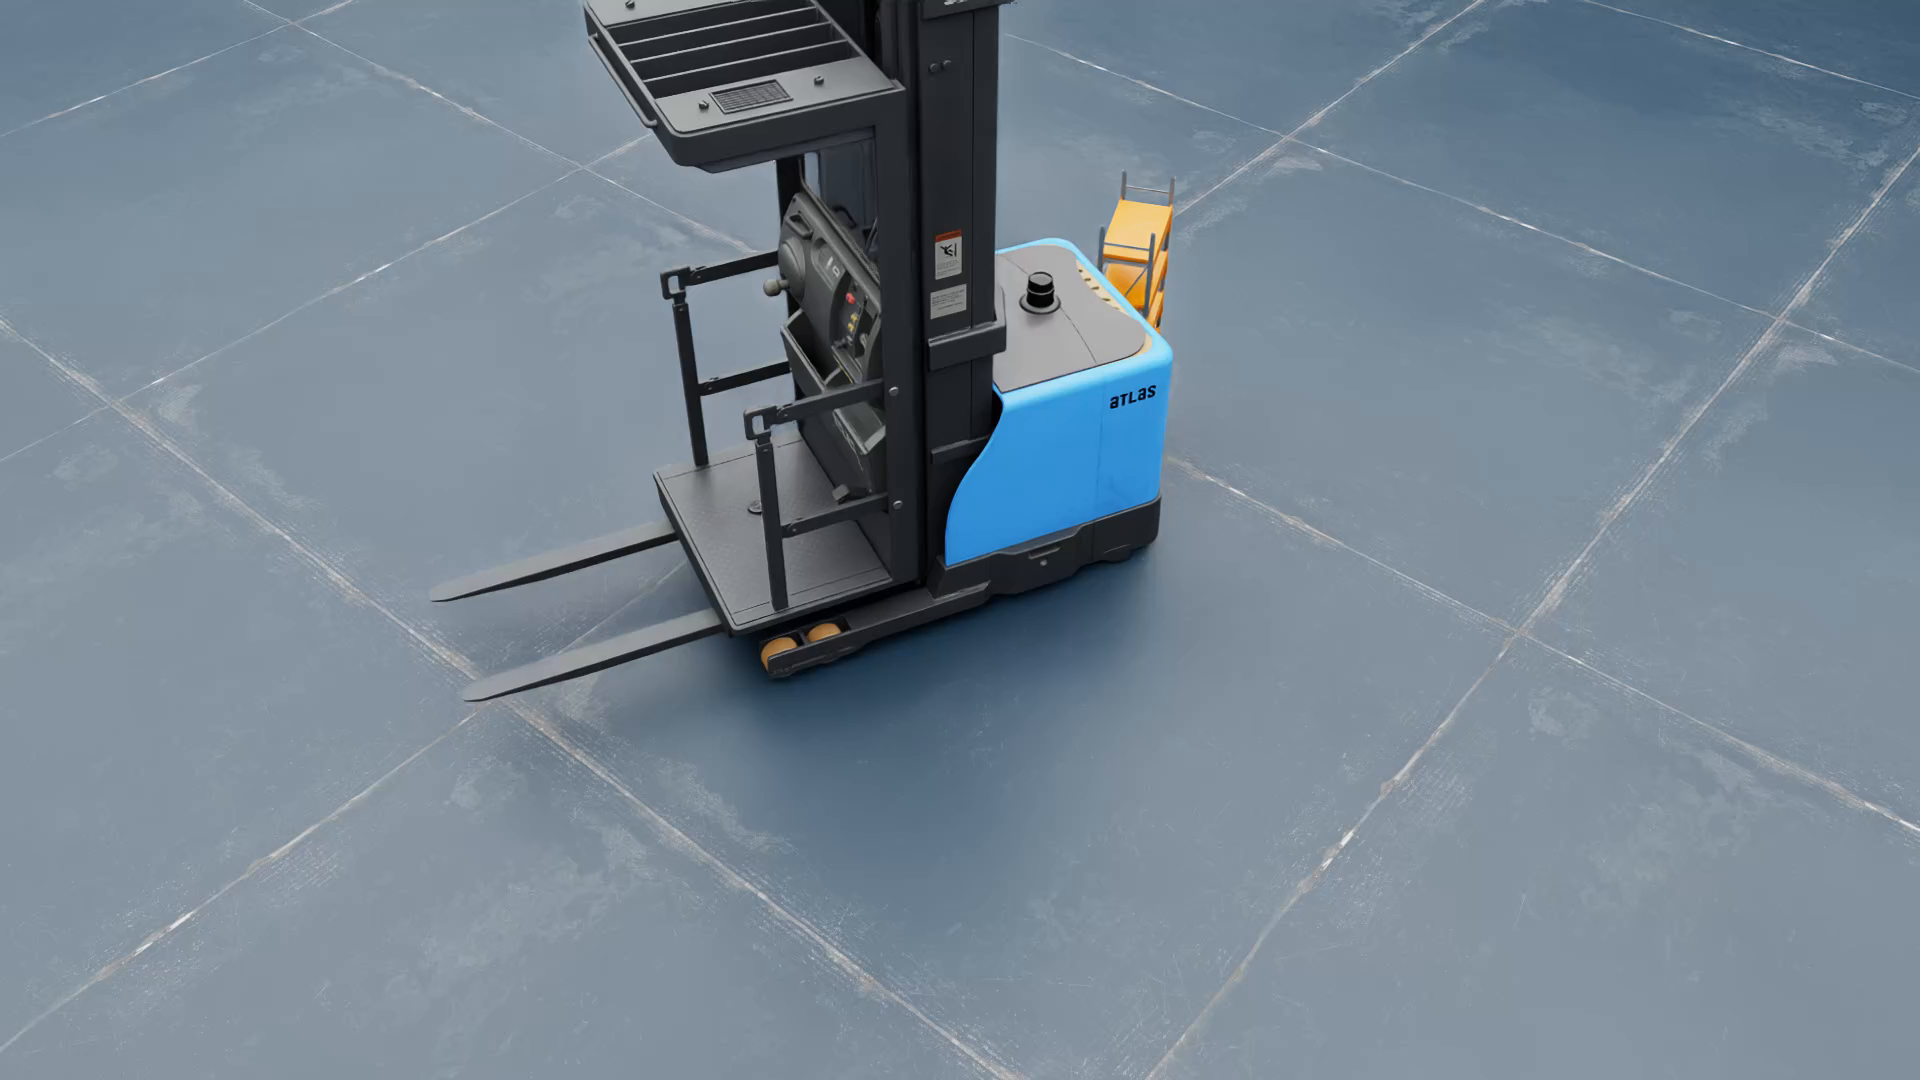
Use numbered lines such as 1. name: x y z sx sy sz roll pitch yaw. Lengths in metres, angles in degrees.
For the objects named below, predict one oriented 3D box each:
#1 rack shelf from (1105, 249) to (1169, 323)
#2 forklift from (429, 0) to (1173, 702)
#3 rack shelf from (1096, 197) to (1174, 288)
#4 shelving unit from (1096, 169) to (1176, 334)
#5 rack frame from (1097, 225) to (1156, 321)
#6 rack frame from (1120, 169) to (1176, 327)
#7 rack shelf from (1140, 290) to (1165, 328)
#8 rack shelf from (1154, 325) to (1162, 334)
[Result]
1. rack shelf: 0.781 -1.155 7.577 0.258 0.148 0.480 11 43 11
2. forklift: -0.681 -0.929 6.275 3.031 2.935 1.130 -17 45 -18
3. rack shelf: 0.782 -1.330 7.418 0.258 0.148 0.480 11 43 11
4. shelving unit: 0.781 -1.039 7.683 0.258 1.200 0.503 11 43 11
5. rack frame: 0.716 -0.881 7.509 0.240 1.200 0.015 11 43 11
6. rack frame: 0.845 -1.197 7.857 0.240 1.200 0.015 11 43 11
7. rack shelf: 0.780 -0.989 7.728 0.258 0.148 0.480 11 43 11
8. rack shelf: 0.780 -0.843 7.862 0.258 0.148 0.480 11 43 11
